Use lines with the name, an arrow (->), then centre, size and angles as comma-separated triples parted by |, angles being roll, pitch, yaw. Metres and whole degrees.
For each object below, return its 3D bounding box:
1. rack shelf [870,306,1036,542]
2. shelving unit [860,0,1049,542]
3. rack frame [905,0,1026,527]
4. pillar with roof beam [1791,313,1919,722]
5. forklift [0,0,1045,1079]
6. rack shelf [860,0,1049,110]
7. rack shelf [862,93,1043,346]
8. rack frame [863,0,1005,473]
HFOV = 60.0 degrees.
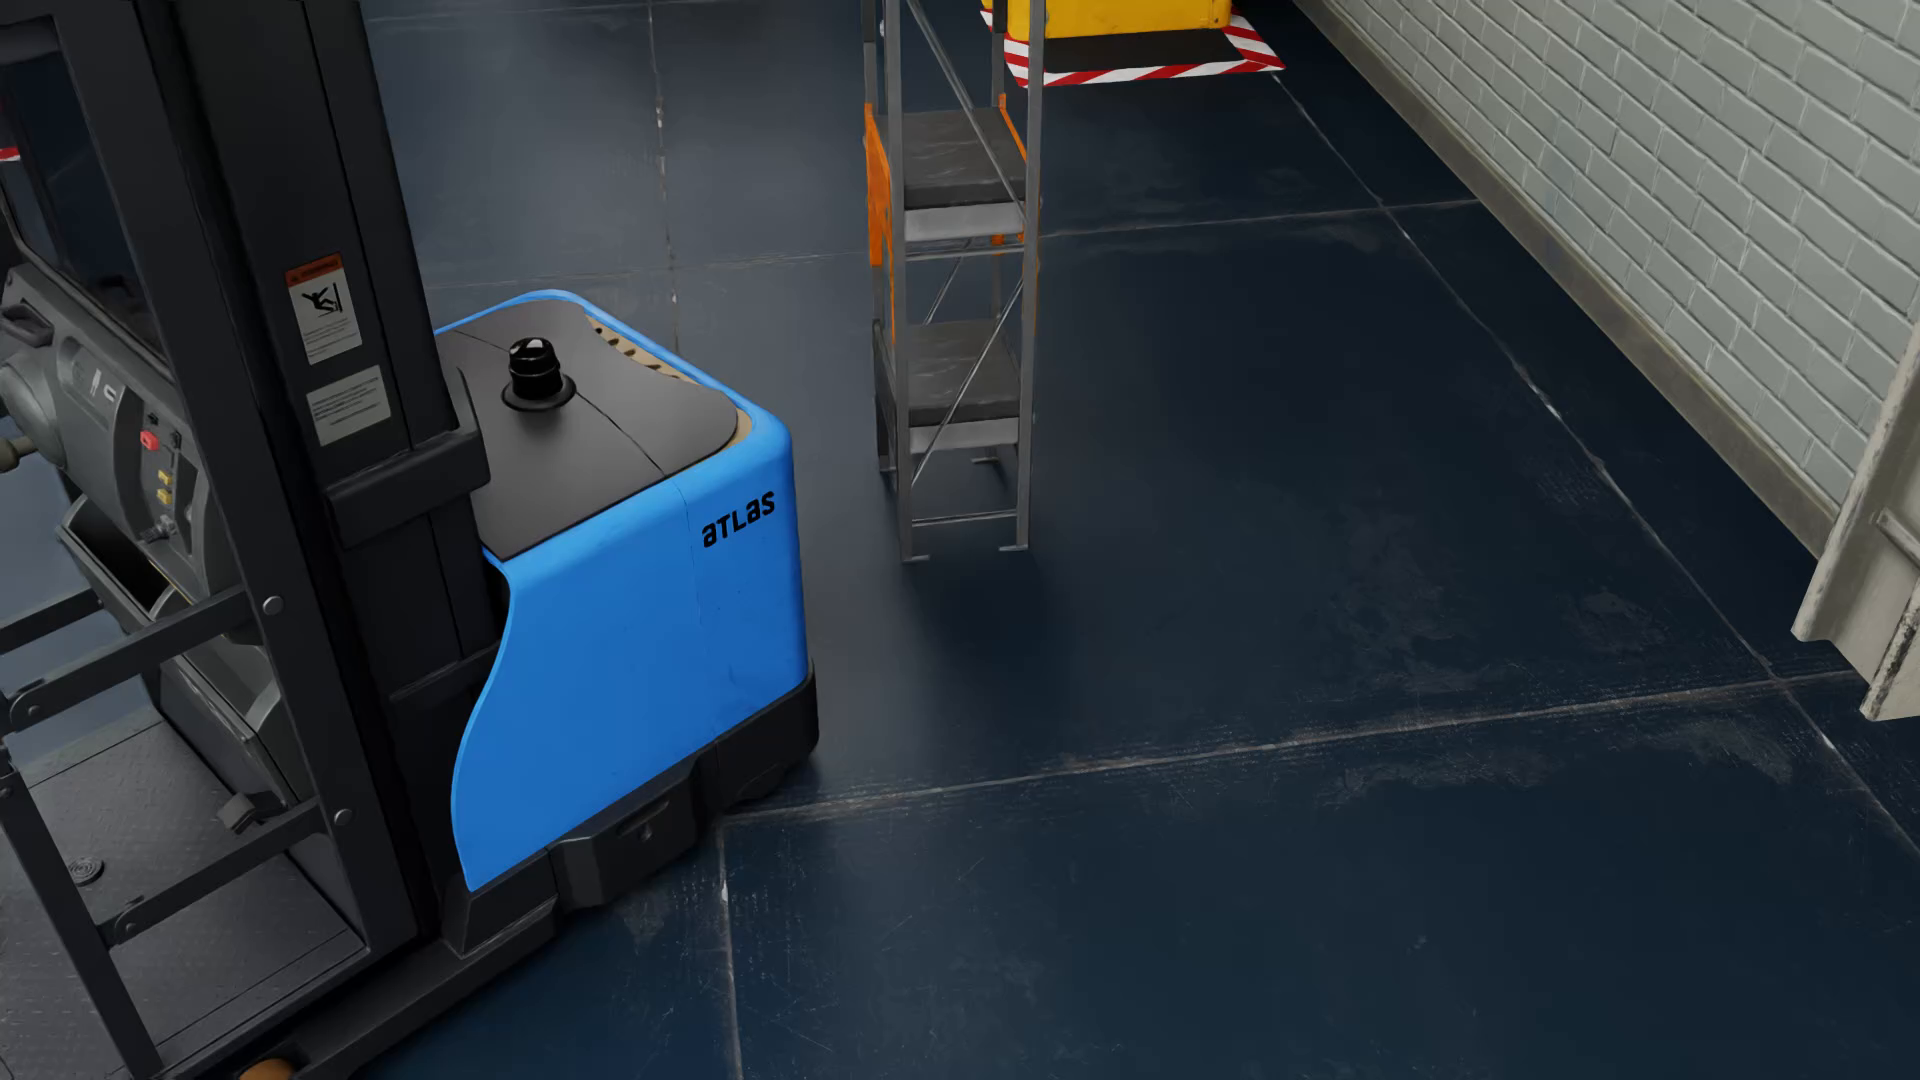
rack shelf -> -0.029, -0.366, 5.172 | 0.431, 0.518, 0.480 | -6, 38, -8
shelving unit -> -0.029, -0.930, 4.736 | 0.431, 2.100, 0.499 | -6, 38, -8
rack frame -> 0.015, -0.782, 4.545 | 0.380, 1.831, 0.006 | -6, 38, -8
pillar with roof beam -> -1.603, -2.724, 1.421 | 9.100, 9.000, 0.400 | -6, 38, -8
forklift -> -1.412, -0.370, 3.337 | 4.060, 2.935, 1.130 | -31, 48, -34
rack shelf -> -0.029, -1.471, 4.313 | 0.431, 0.518, 0.480 | -6, 38, -8
rack shelf -> -0.029, -0.918, 4.743 | 0.431, 0.518, 0.480 | -6, 38, -8
rack frame -> -0.072, -1.077, 4.924 | 0.400, 2.100, 0.015 | -6, 38, -8
